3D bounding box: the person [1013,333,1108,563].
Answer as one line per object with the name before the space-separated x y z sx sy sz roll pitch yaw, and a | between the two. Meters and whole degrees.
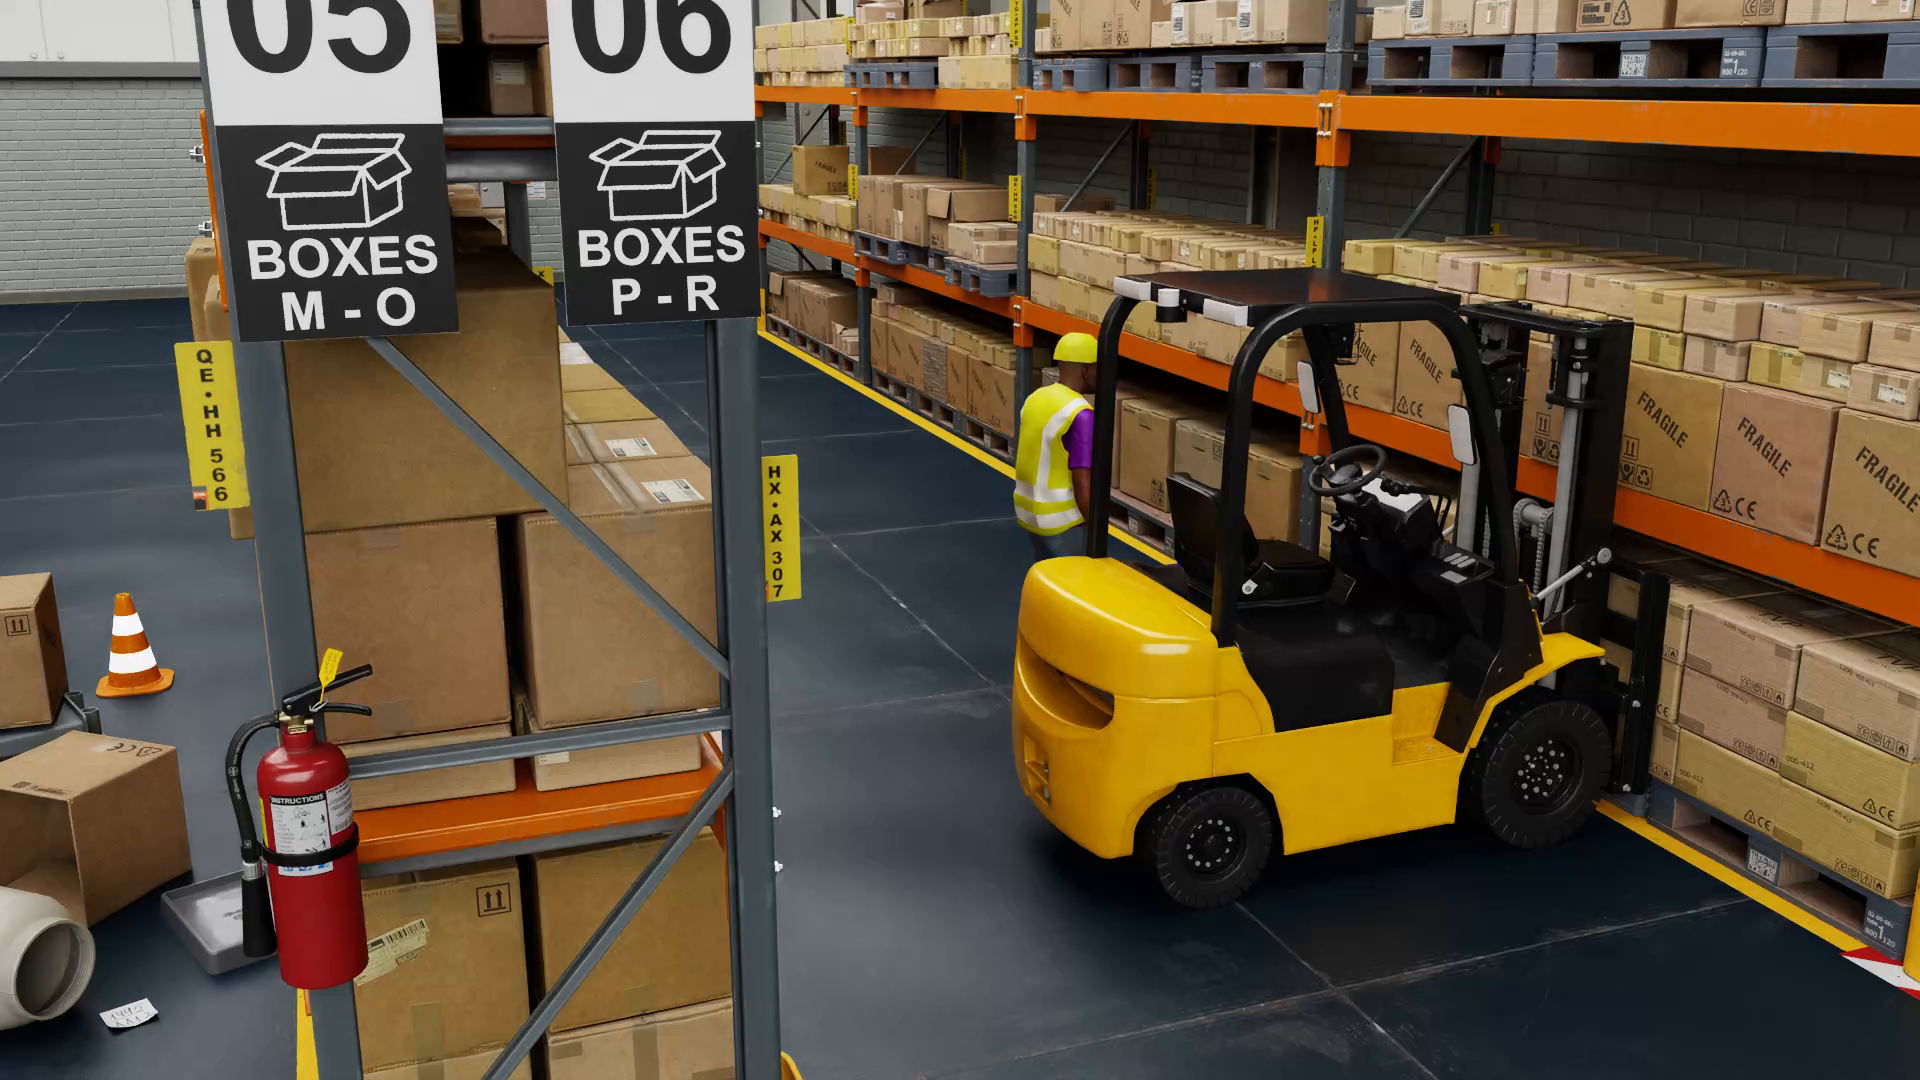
person | 0.502 -0.096 7.840 0.460 1.759 0.630 -7 17 -23
